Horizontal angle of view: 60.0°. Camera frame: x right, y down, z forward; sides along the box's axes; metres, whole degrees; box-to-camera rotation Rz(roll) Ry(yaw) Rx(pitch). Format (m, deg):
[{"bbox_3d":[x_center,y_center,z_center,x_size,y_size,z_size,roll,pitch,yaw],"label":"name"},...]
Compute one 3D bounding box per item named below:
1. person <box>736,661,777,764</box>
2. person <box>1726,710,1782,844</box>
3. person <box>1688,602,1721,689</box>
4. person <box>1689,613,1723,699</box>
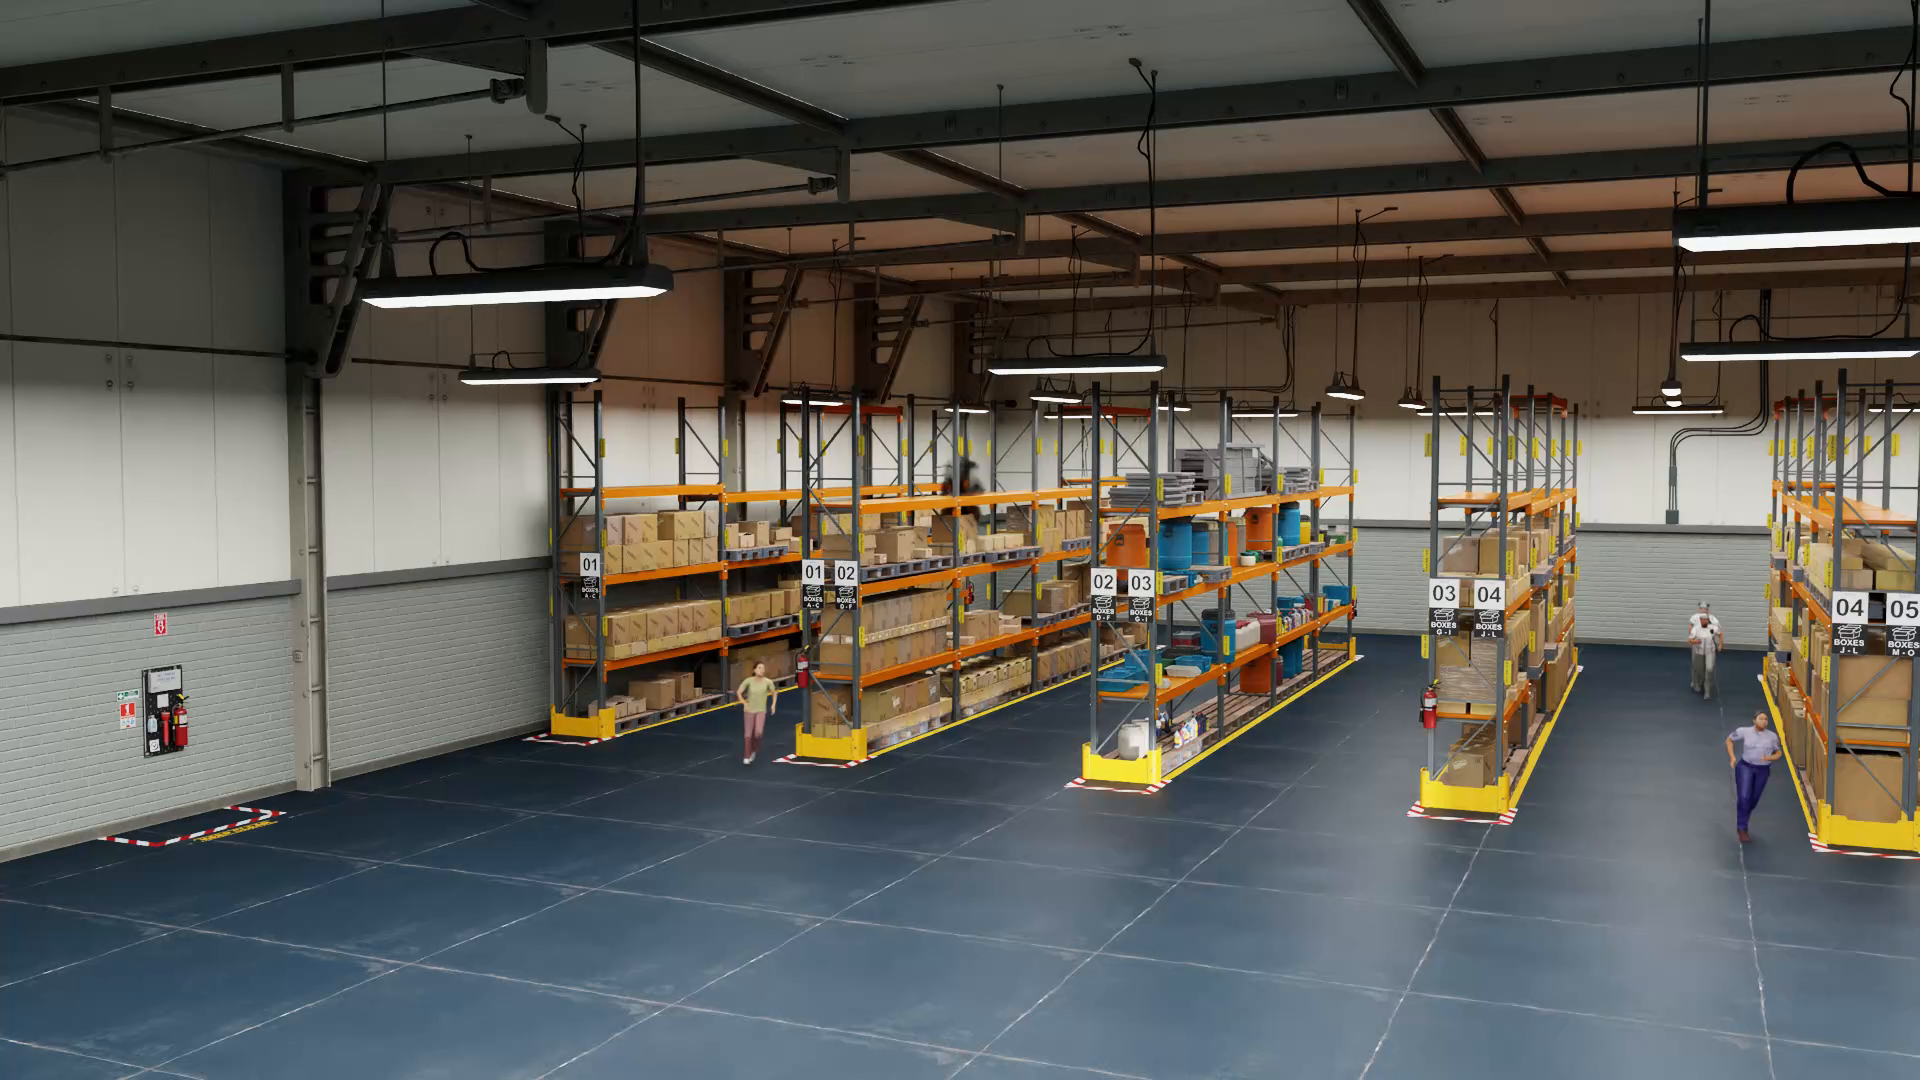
[{"bbox_3d":[-3.208,2.734,26.308,0.648,1.631,0.510,-1,3,-10],"label":"person"},{"bbox_3d":[10.226,3.016,21.391,0.621,1.667,0.843,0,3,9],"label":"person"},{"bbox_3d":[15.603,2.187,34.866,0.652,1.806,0.797,2,4,29],"label":"person"},{"bbox_3d":[15.042,2.327,33.555,0.611,1.716,0.881,2,4,29],"label":"person"}]
